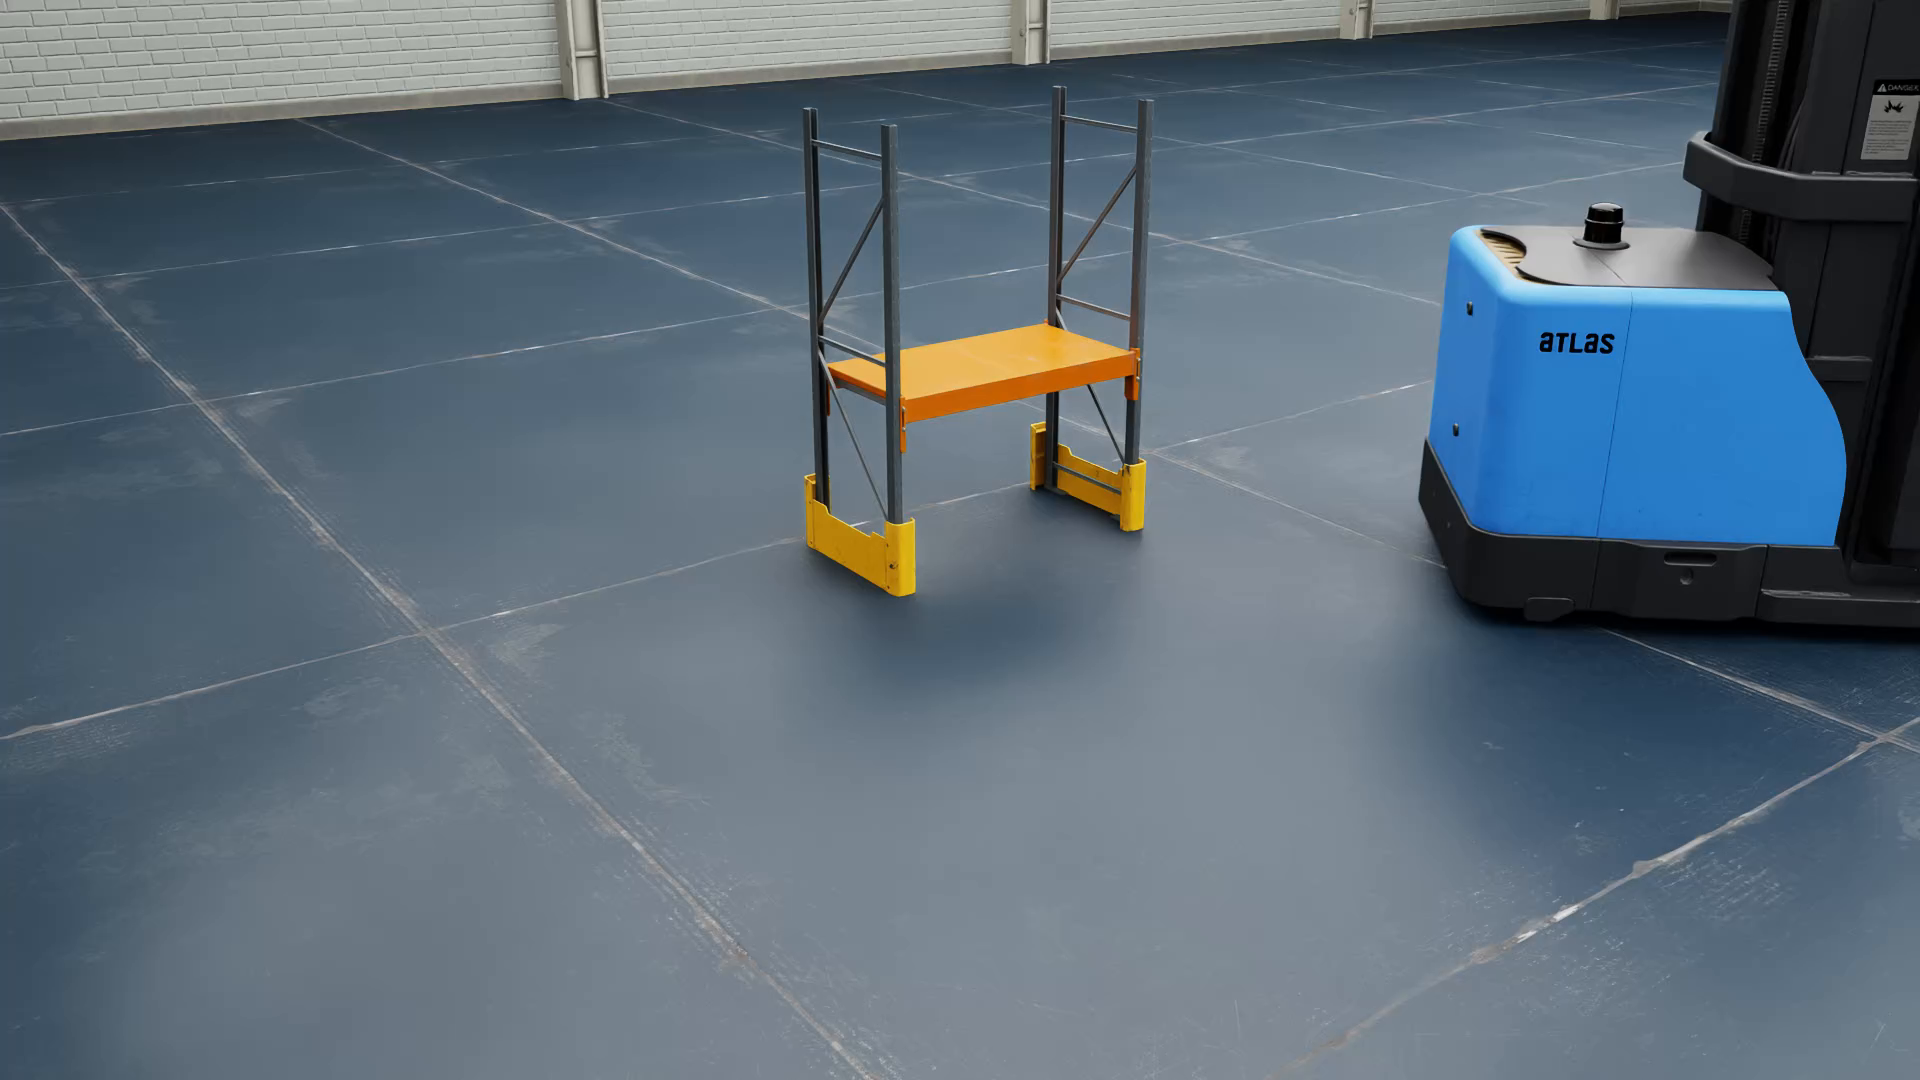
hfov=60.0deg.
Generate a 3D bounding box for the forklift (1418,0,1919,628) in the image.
[{"bbox_3d":[3.134,-1.224,5.008,3.031,2.935,1.130,2,22,5],"label":"forklift"}]

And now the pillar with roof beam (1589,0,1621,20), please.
[{"bbox_3d":[13.139,-11.496,22.563,0.400,9.000,9.100,-15,26,-33],"label":"pillar with roof beam"}]

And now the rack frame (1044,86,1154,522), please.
[{"bbox_3d":[0.482,-0.825,5.940,0.032,1.500,0.500,-15,26,-33],"label":"rack frame"}]

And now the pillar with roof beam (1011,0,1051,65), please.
[{"bbox_3d":[3.398,-8.898,16.054,0.400,9.000,9.100,-15,26,-33],"label":"pillar with roof beam"}]

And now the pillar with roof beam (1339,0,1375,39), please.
[{"bbox_3d":[8.269,-10.197,19.309,0.400,9.000,9.100,-15,26,-33],"label":"pillar with roof beam"}]

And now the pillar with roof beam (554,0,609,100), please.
[{"bbox_3d":[-1.472,-7.600,12.799,0.400,9.000,9.100,-15,26,-33],"label":"pillar with roof beam"}]

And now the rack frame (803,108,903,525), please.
[{"bbox_3d":[-0.343,-0.605,5.389,0.032,1.500,0.500,-15,26,-33],"label":"rack frame"}]

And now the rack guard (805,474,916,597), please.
[{"bbox_3d":[-0.342,-0.025,5.621,0.087,0.250,0.587,-15,26,-33],"label":"rack guard"}]

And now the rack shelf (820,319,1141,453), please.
[{"bbox_3d":[0.069,-0.548,5.731,1.000,0.185,0.538,-15,26,-33],"label":"rack shelf"}]

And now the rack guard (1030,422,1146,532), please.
[{"bbox_3d":[0.466,-0.240,6.162,0.087,0.250,0.587,-15,26,-33],"label":"rack guard"}]

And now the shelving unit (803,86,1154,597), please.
[{"bbox_3d":[0.062,-0.713,5.660,1.083,1.500,0.587,-15,26,-33],"label":"shelving unit"}]
